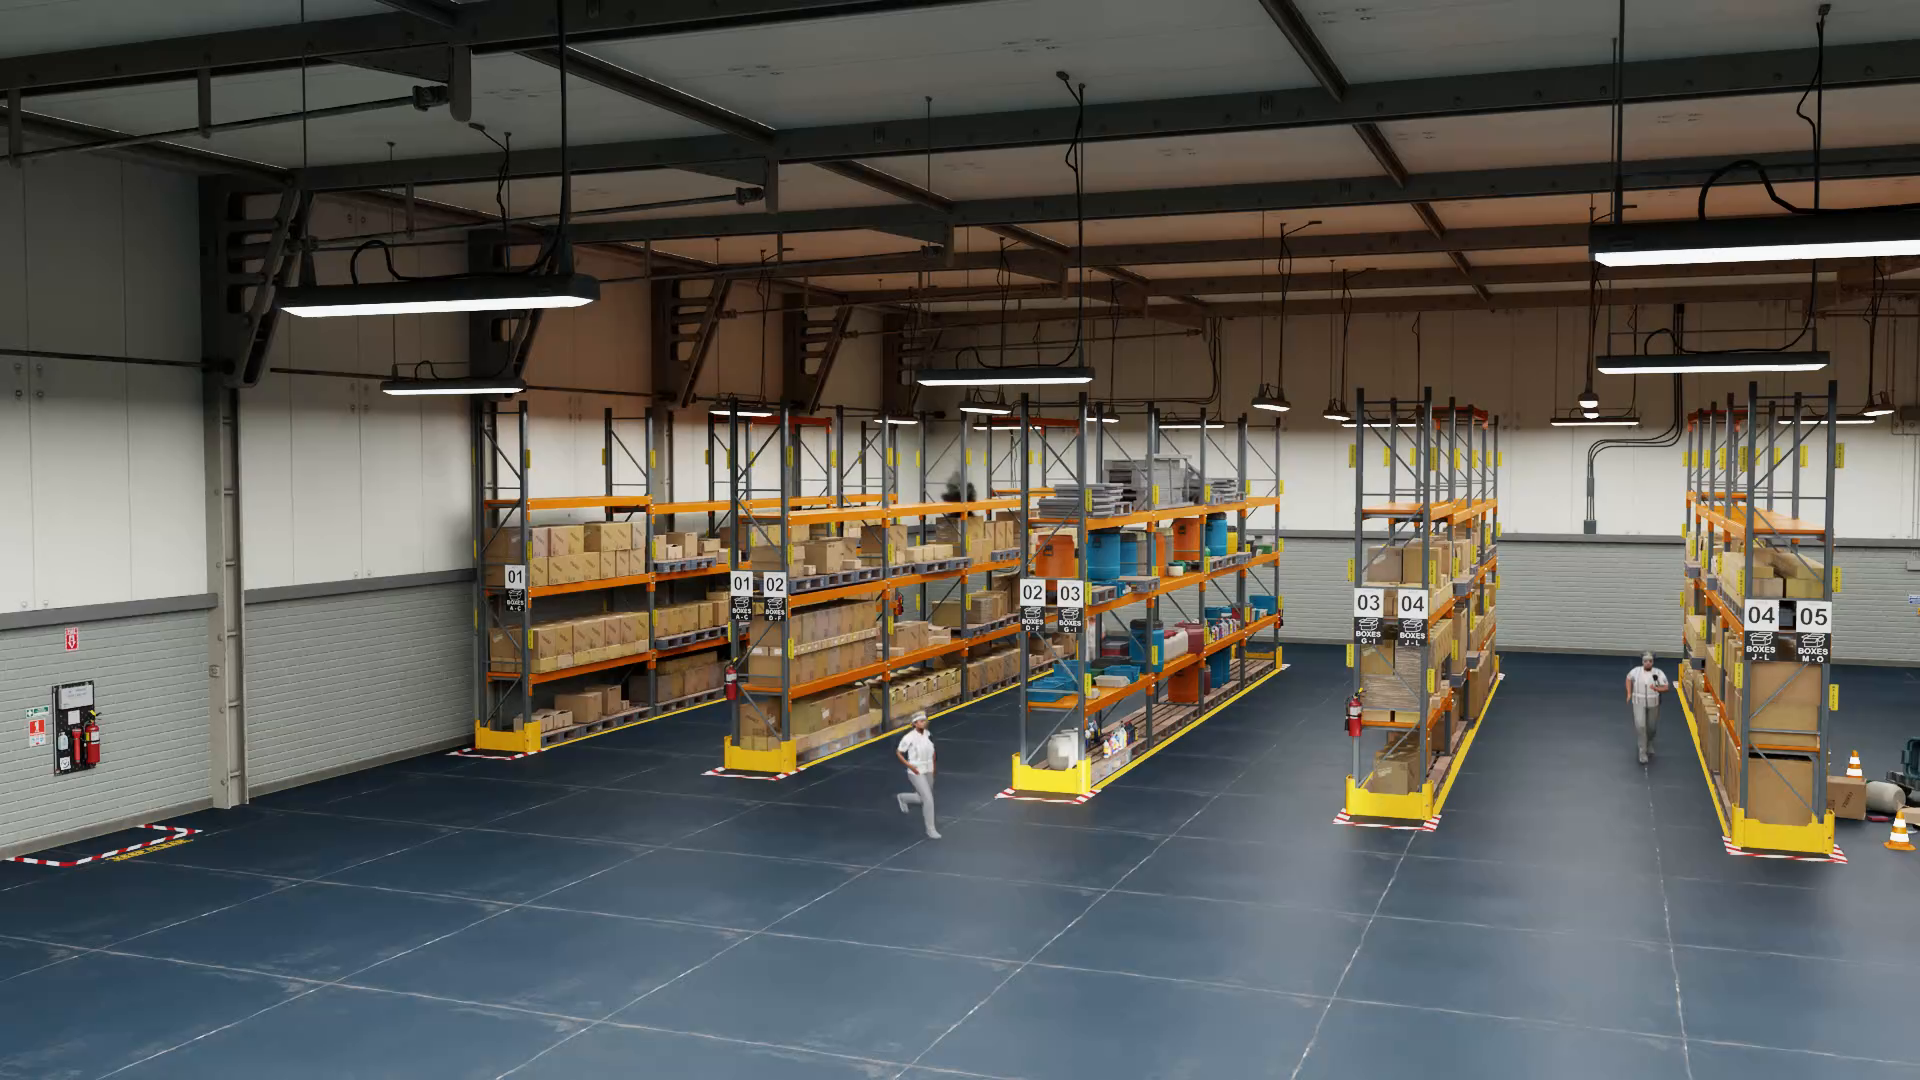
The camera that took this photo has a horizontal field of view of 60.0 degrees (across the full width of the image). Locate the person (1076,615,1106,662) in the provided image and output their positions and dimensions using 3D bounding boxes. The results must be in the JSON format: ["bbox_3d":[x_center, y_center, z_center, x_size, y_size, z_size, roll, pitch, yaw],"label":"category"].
[{"bbox_3d":[2.821,2.339,35.816,0.654,1.815,0.937,1,3,11],"label":"person"}]

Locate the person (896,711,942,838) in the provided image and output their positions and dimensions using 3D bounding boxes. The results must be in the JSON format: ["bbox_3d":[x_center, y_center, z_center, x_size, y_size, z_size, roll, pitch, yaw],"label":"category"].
[{"bbox_3d":[-0.544,3.112,22.229,0.840,1.684,0.566,2,4,42],"label":"person"}]

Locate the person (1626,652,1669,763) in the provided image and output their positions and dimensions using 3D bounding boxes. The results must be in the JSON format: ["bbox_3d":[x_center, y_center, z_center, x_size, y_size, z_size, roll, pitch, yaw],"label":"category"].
[{"bbox_3d":[11.448,2.743,27.699,0.652,1.791,0.949,1,3,19],"label":"person"}]
